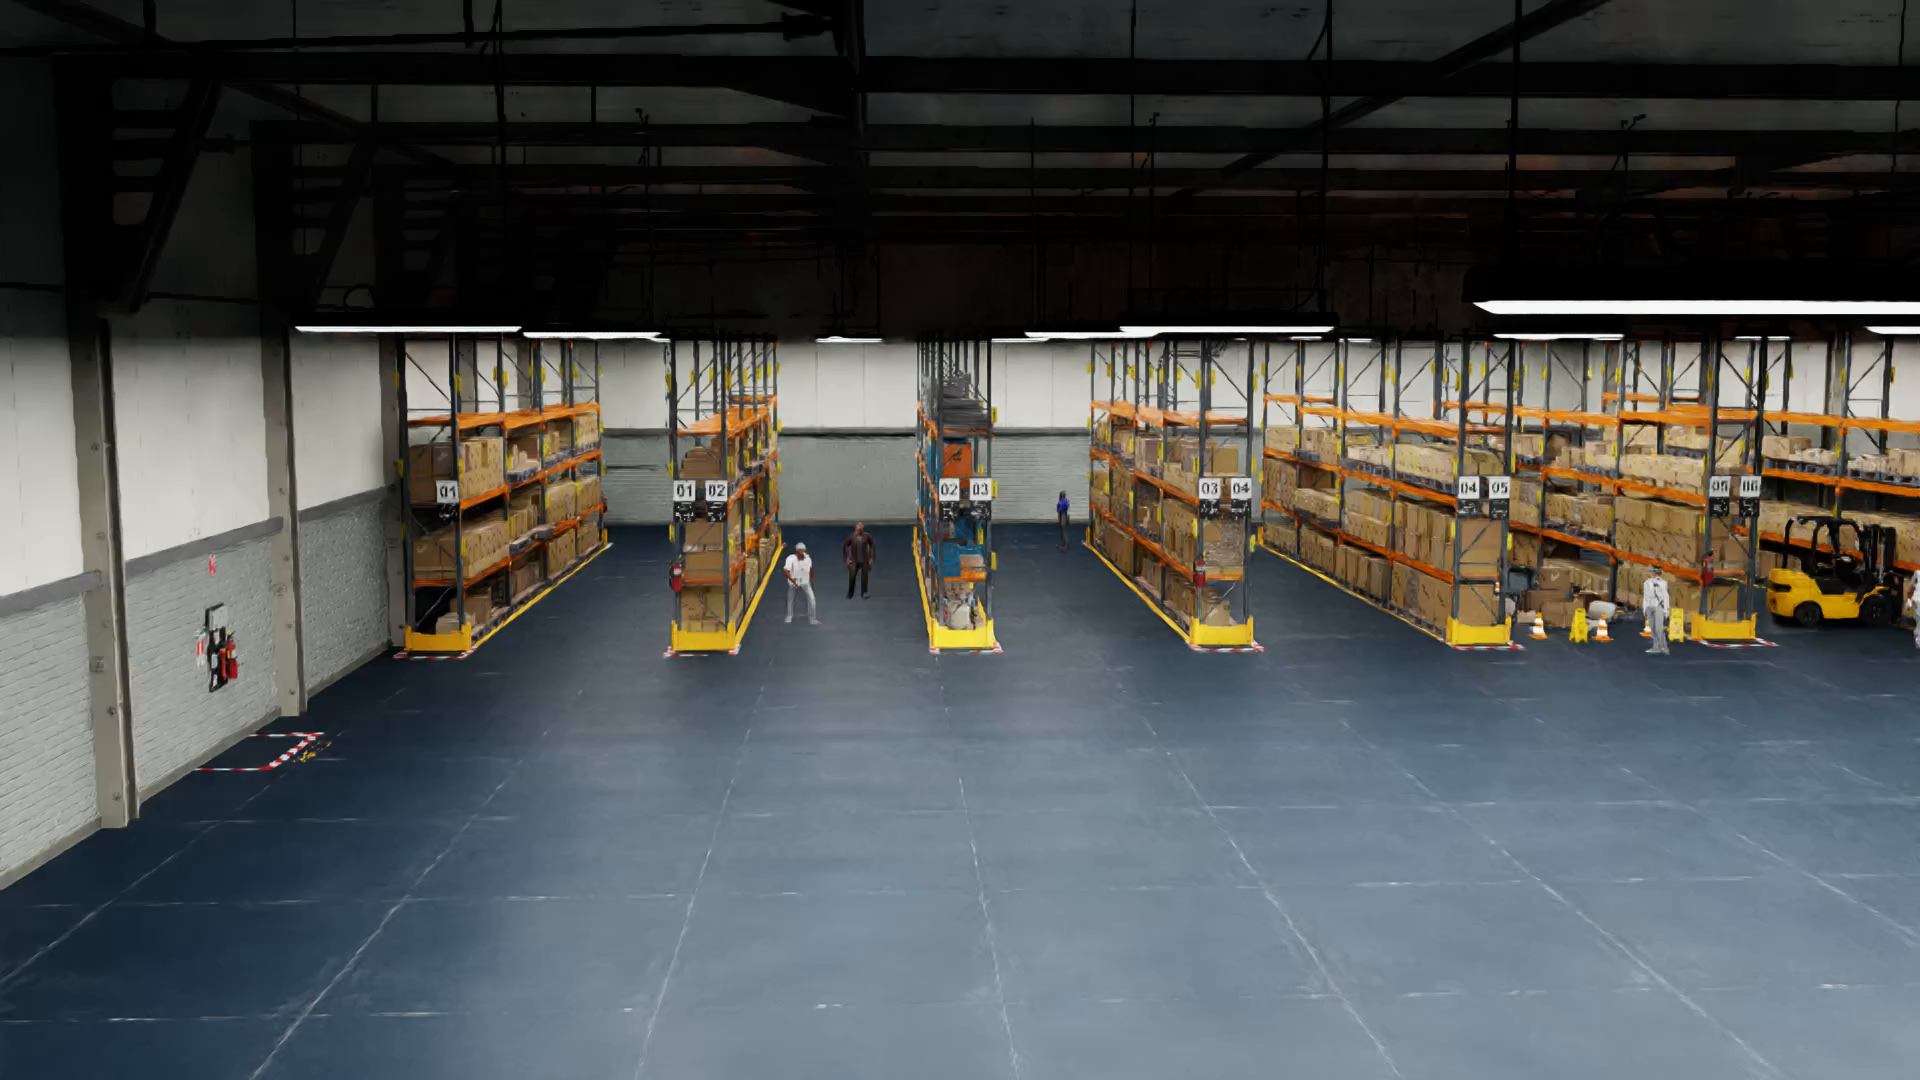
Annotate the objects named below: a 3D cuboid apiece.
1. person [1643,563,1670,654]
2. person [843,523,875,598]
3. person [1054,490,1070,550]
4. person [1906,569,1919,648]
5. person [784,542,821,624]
[{"bbox_3d":[12.893,1.263,30.775,0.396,1.670,0.577,-4,8,-31],"label":"person"},{"bbox_3d":[-2.277,0.453,37.496,0.729,1.733,0.546,-1,7,-5],"label":"person"},{"bbox_3d":[2.851,-0.550,46.394,0.545,1.600,0.574,3,7,25],"label":"person"},{"bbox_3d":[18.286,1.155,31.489,0.587,1.746,0.939,2,7,13],"label":"person"},{"bbox_3d":[-3.281,0.867,33.990,0.711,1.695,0.815,-3,7,-22],"label":"person"}]
